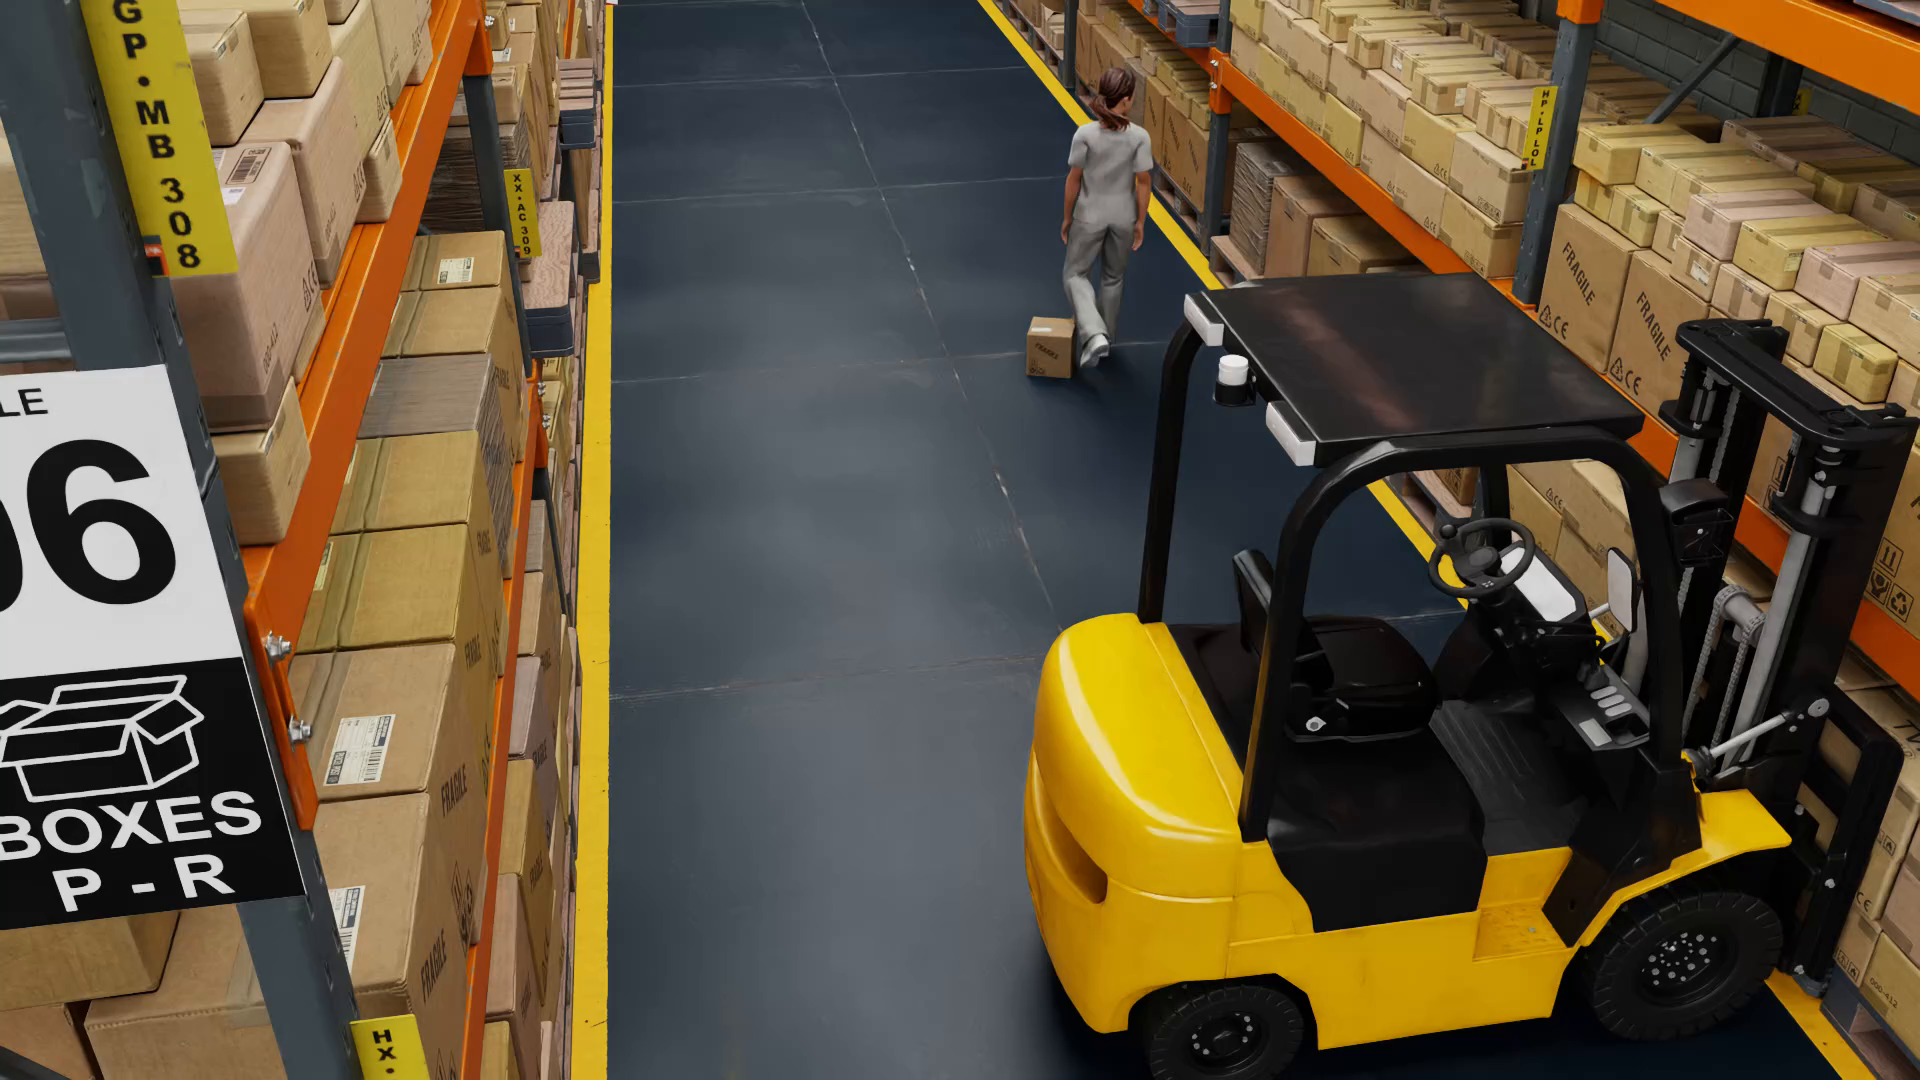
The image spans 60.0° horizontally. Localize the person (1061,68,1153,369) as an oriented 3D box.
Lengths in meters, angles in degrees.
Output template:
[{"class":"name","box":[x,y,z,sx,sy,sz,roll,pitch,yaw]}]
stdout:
[{"class":"person","box":[0.785,-1.715,8.987,0.467,1.665,0.747,-2,31,-3]}]
